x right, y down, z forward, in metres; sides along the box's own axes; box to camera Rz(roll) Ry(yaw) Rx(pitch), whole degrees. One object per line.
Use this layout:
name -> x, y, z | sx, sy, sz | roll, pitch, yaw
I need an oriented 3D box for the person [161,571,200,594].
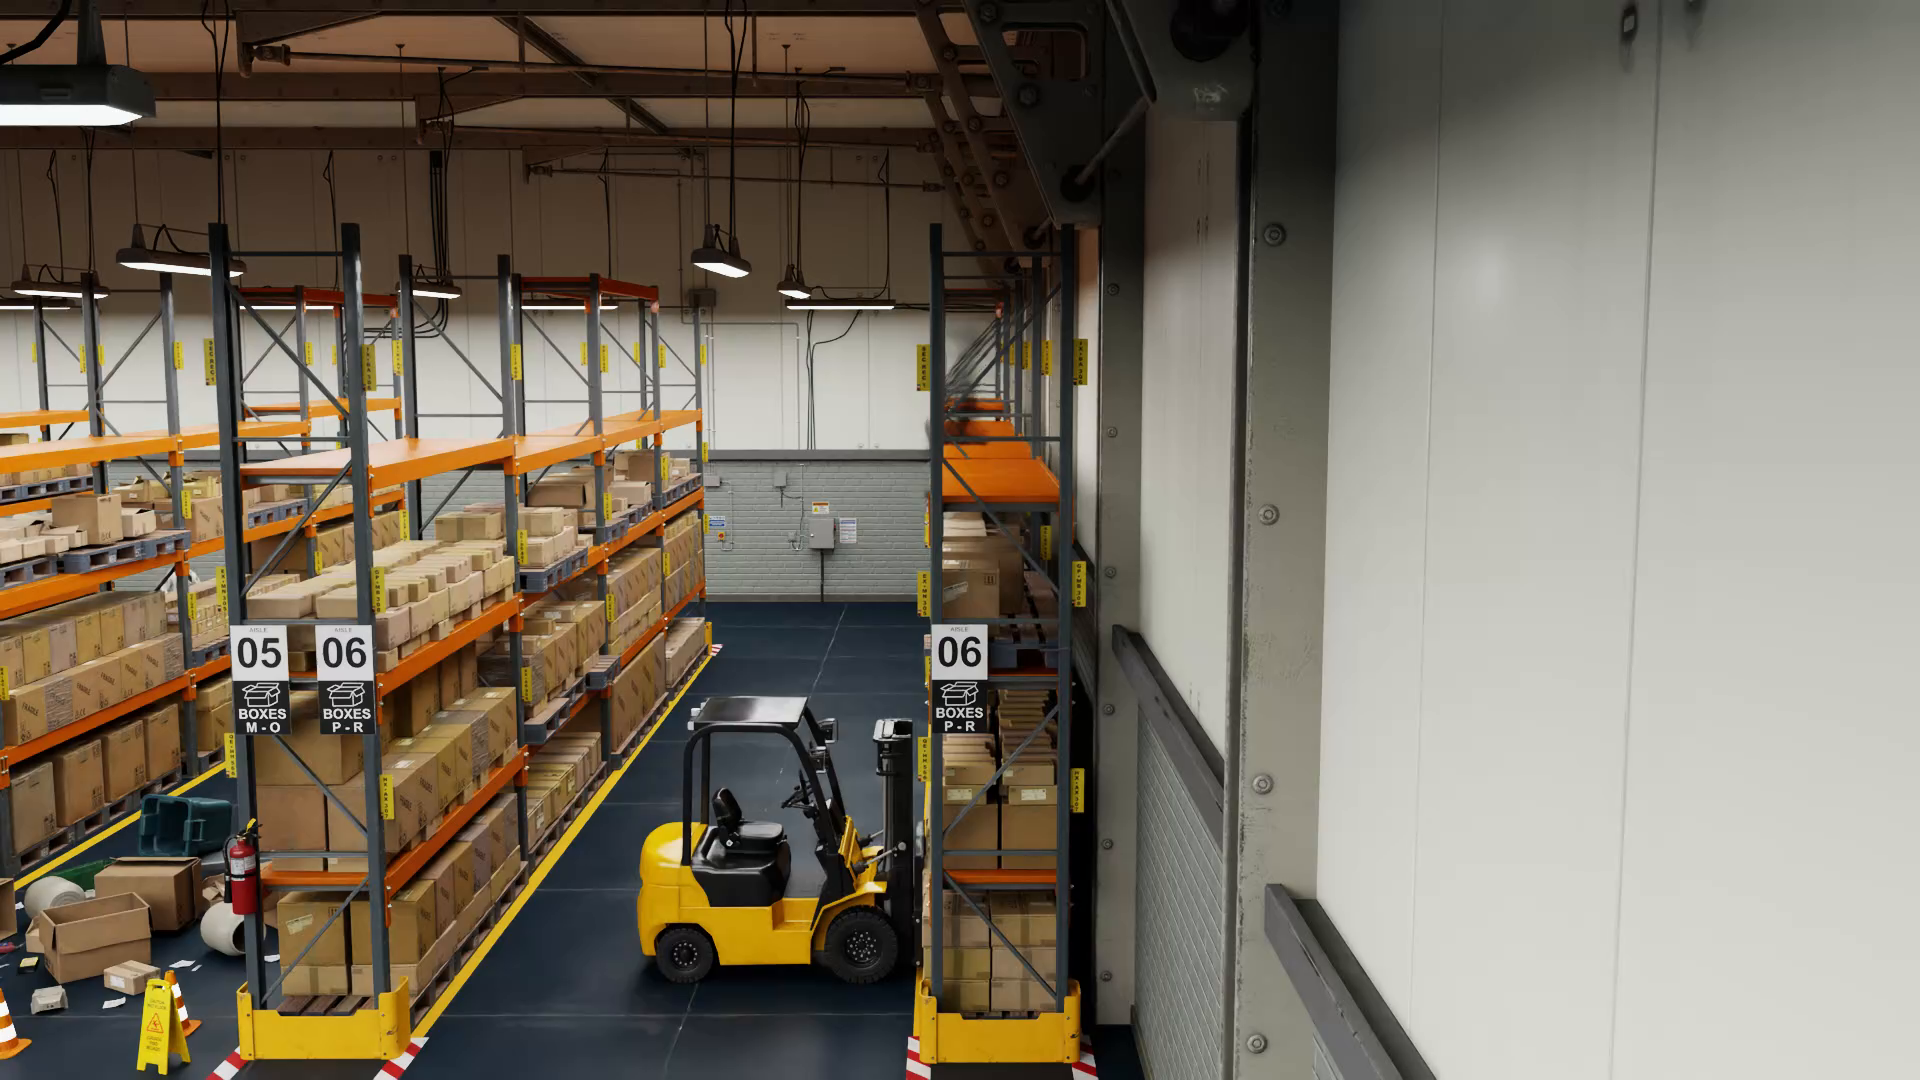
person -> -13.138, 1.078, 28.135 | 0.652, 1.667, 0.507 | -4, 8, -33
